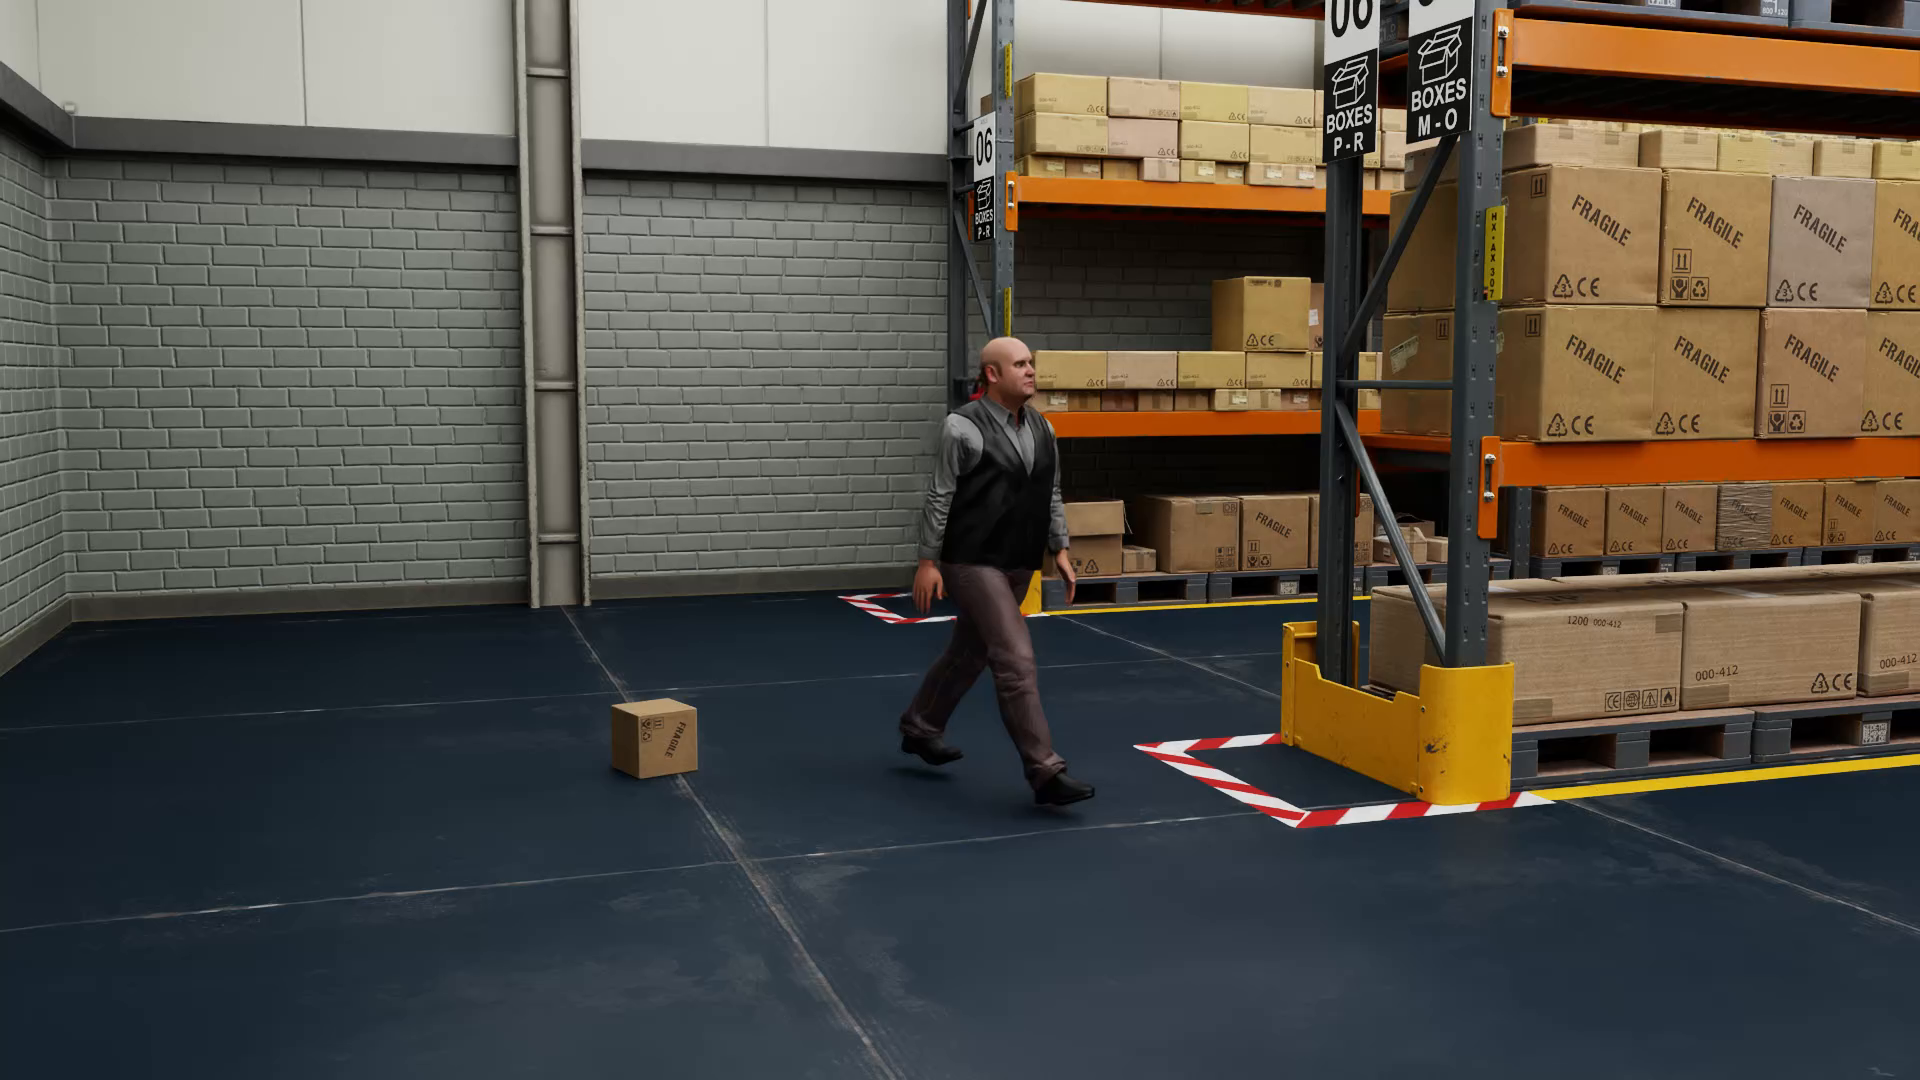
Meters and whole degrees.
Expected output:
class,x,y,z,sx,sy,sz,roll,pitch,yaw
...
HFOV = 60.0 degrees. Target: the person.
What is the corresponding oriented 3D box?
class,x,y,z,sx,sy,sz,roll,pitch,yaw
person,0.150,0.091,6.132,1.064,1.667,0.559,5,8,41
